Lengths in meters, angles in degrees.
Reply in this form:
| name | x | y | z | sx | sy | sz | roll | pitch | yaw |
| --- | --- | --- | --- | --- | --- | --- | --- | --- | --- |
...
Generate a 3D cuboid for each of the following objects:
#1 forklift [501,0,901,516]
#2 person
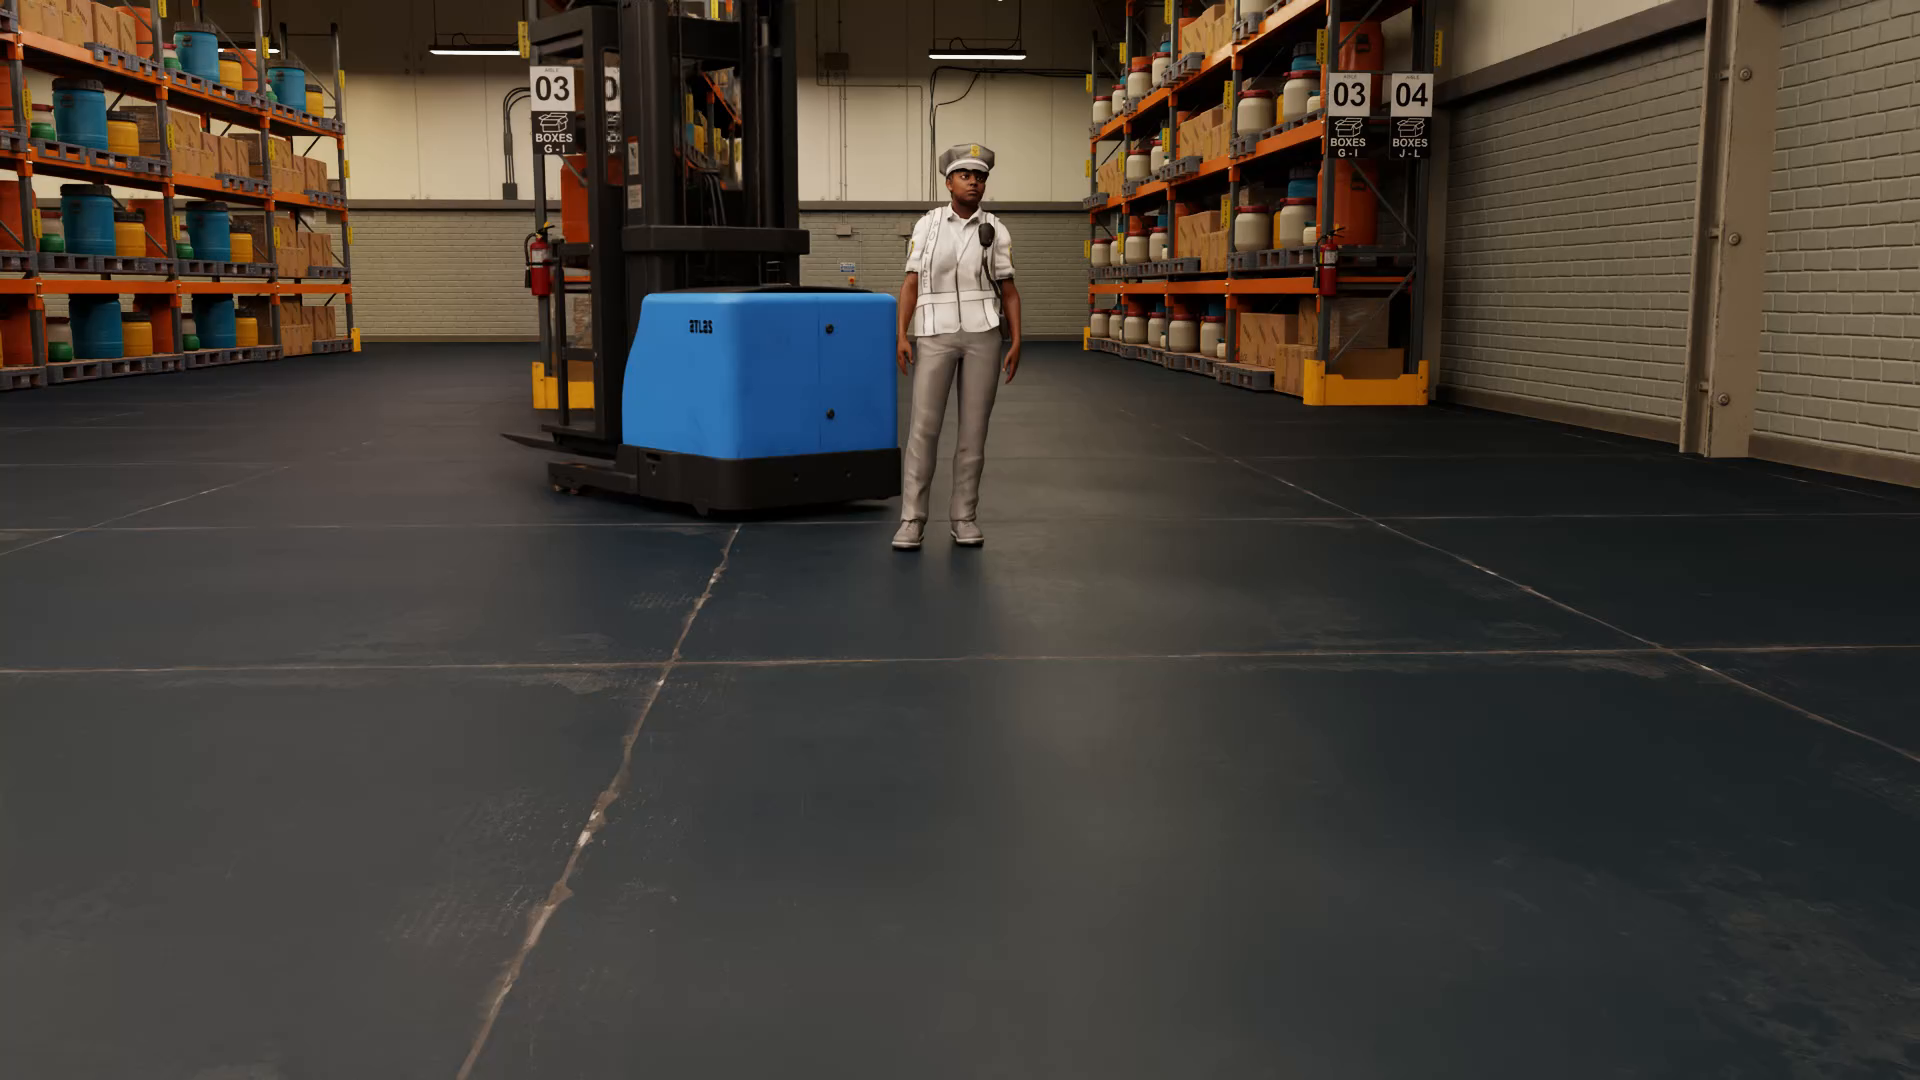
| name | x | y | z | sx | sy | sz | roll | pitch | yaw |
| --- | --- | --- | --- | --- | --- | --- | --- | --- | --- |
| forklift | -1.602 | -1.731 | 8.990 | 1.130 | 2.935 | 3.031 | -7 | 11 | -38 |
| person | -0.015 | -0.833 | 7.109 | 0.570 | 1.694 | 0.528 | -1 | 8 | -4 |
